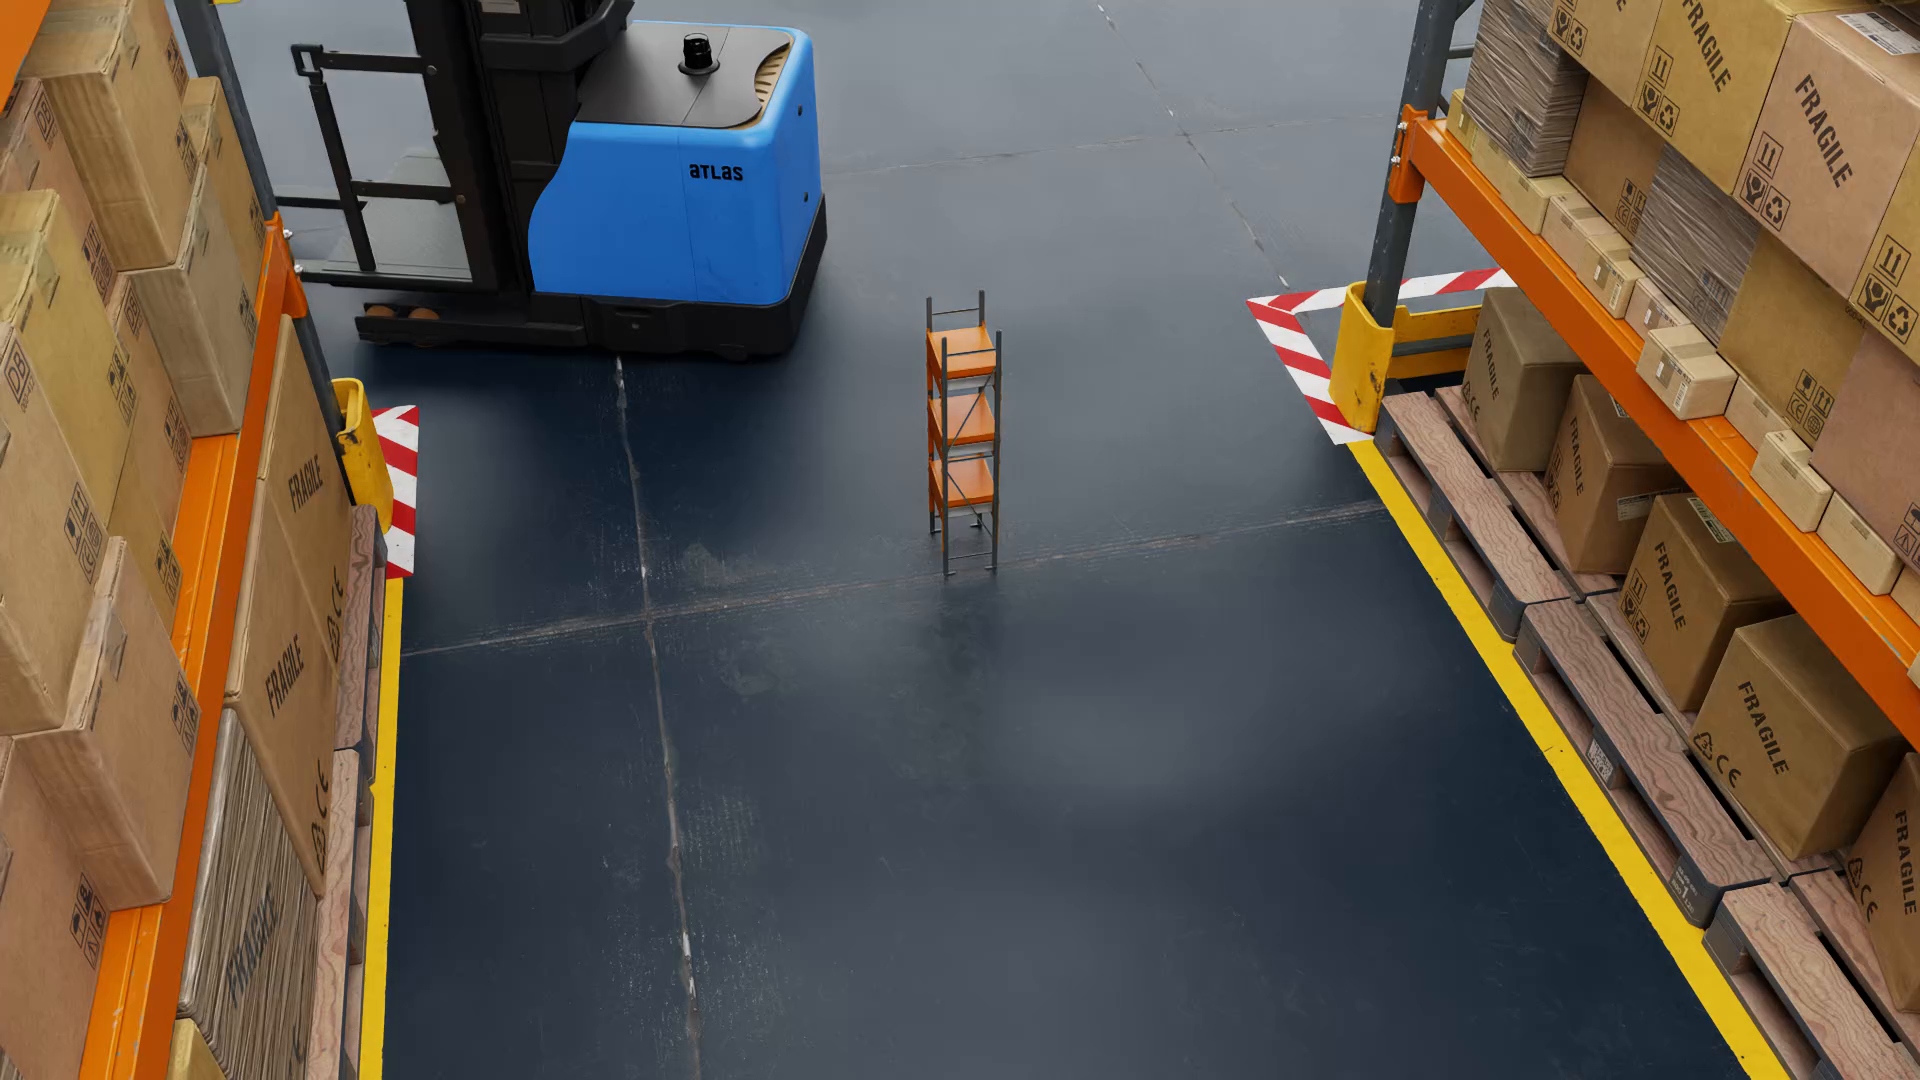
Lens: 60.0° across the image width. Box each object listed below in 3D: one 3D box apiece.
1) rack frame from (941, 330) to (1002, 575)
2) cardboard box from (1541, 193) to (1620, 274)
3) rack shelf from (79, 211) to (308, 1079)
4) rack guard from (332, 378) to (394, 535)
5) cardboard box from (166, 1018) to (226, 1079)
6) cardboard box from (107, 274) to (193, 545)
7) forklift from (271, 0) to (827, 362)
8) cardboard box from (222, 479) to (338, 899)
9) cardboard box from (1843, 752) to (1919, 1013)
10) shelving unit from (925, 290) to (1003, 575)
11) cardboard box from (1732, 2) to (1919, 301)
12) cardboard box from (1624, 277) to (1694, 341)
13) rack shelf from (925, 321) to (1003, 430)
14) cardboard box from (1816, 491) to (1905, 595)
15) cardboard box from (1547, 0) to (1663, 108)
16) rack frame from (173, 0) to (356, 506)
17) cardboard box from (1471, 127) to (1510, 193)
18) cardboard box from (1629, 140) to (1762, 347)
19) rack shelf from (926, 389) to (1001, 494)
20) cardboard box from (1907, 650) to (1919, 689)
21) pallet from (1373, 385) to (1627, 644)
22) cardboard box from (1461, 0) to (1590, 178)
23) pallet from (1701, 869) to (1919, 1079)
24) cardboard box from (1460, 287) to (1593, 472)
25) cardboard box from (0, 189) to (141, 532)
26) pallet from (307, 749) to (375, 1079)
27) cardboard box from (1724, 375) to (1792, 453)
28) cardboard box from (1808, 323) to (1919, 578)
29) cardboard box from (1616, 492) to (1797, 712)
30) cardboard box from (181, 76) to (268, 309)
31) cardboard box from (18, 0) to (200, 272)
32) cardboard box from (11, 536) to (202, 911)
[{"bbox_3d":[0.038,-0.279,5.773,0.200,1.050,0.008,-8,42,-9],"label":"rack frame"},{"bbox_3d":[2.095,-0.992,5.297,0.380,0.149,0.250,-8,42,-9],"label":"cardboard box"},{"bbox_3d":[-2.315,0.418,4.061,1.077,0.370,4.000,-8,42,-9],"label":"rack shelf"},{"bbox_3d":[-2.752,-0.228,6.130,1.175,0.500,0.348,-8,42,-9],"label":"rack guard"},{"bbox_3d":[-1.951,1.665,3.399,0.875,0.875,0.875,-8,42,-9],"label":"cardboard box"},{"bbox_3d":[-2.485,-0.235,4.142,0.875,0.550,0.550,-8,42,-9],"label":"cardboard box"},{"bbox_3d":[-2.169,-2.271,6.601,3.031,2.935,1.130,4,42,5],"label":"forklift"},{"bbox_3d":[-2.344,0.490,4.722,0.875,0.875,0.875,-9,42,-10],"label":"cardboard box"},{"bbox_3d":[2.803,0.943,4.495,0.500,0.500,0.500,4,42,4],"label":"cardboard box"},{"bbox_3d":[0.012,-0.358,5.862,0.215,1.050,0.252,-8,42,-9],"label":"shelving unit"},{"bbox_3d":[2.295,-0.947,4.005,0.500,0.500,0.500,-8,42,-9],"label":"cardboard box"},{"bbox_3d":[2.223,-0.670,4.935,0.380,0.149,0.250,-8,42,-9],"label":"cardboard box"},{"bbox_3d":[0.012,-0.562,5.681,0.215,0.259,0.240,-8,42,-9],"label":"rack shelf"},{"bbox_3d":[2.426,-0.020,4.203,0.380,0.149,0.250,-8,42,-9],"label":"cardboard box"},{"bbox_3d":[2.071,-1.594,4.734,0.500,0.500,0.500,-8,42,-9],"label":"cardboard box"},{"bbox_3d":[-2.747,-1.147,5.283,1.000,3.000,0.127,-8,42,-9],"label":"rack frame"},{"bbox_3d":[1.982,-1.315,5.661,0.380,0.149,0.250,-8,42,-9],"label":"cardboard box"},{"bbox_3d":[2.500,-0.944,4.754,0.875,0.500,0.500,-8,42,-9],"label":"cardboard box"},{"bbox_3d":[0.012,-0.350,5.869,0.215,0.259,0.240,-8,42,-9],"label":"rack shelf"},{"bbox_3d":[2.445,0.317,3.823,0.380,0.149,0.250,-8,42,-9],"label":"cardboard box"},{"bbox_3d":[2.275,-0.169,6.281,1.003,0.211,1.213,-8,42,-9],"label":"pallet"},{"bbox_3d":[2.210,-1.581,5.472,0.875,0.500,0.500,-8,42,-9],"label":"cardboard box"},{"bbox_3d":[2.802,1.413,4.499,1.003,0.211,1.213,-8,42,-9],"label":"pallet"},{"bbox_3d":[2.236,-0.608,6.242,0.500,0.500,0.500,-1,42,-1],"label":"cardboard box"},{"bbox_3d":[-2.266,-0.311,3.414,0.875,0.550,0.500,-8,42,-9],"label":"cardboard box"},{"bbox_3d":[-2.238,1.192,4.748,1.003,0.211,1.213,-8,42,-9],"label":"pallet"},{"bbox_3d":[2.359,-0.350,4.575,0.380,0.149,0.250,-8,42,-9],"label":"cardboard box"},{"bbox_3d":[2.665,-0.288,4.015,0.875,0.500,0.500,-8,42,-9],"label":"cardboard box"},{"bbox_3d":[2.515,0.183,5.350,0.500,0.500,0.500,-5,42,-5],"label":"cardboard box"},{"bbox_3d":[-2.623,-0.969,4.970,0.875,0.550,0.550,-8,42,-9],"label":"cardboard box"},{"bbox_3d":[-2.496,-1.018,4.211,0.875,0.550,0.550,-8,42,-9],"label":"cardboard box"},{"bbox_3d":[-2.118,0.432,3.391,0.875,0.550,0.550,-8,42,-9],"label":"cardboard box"}]
